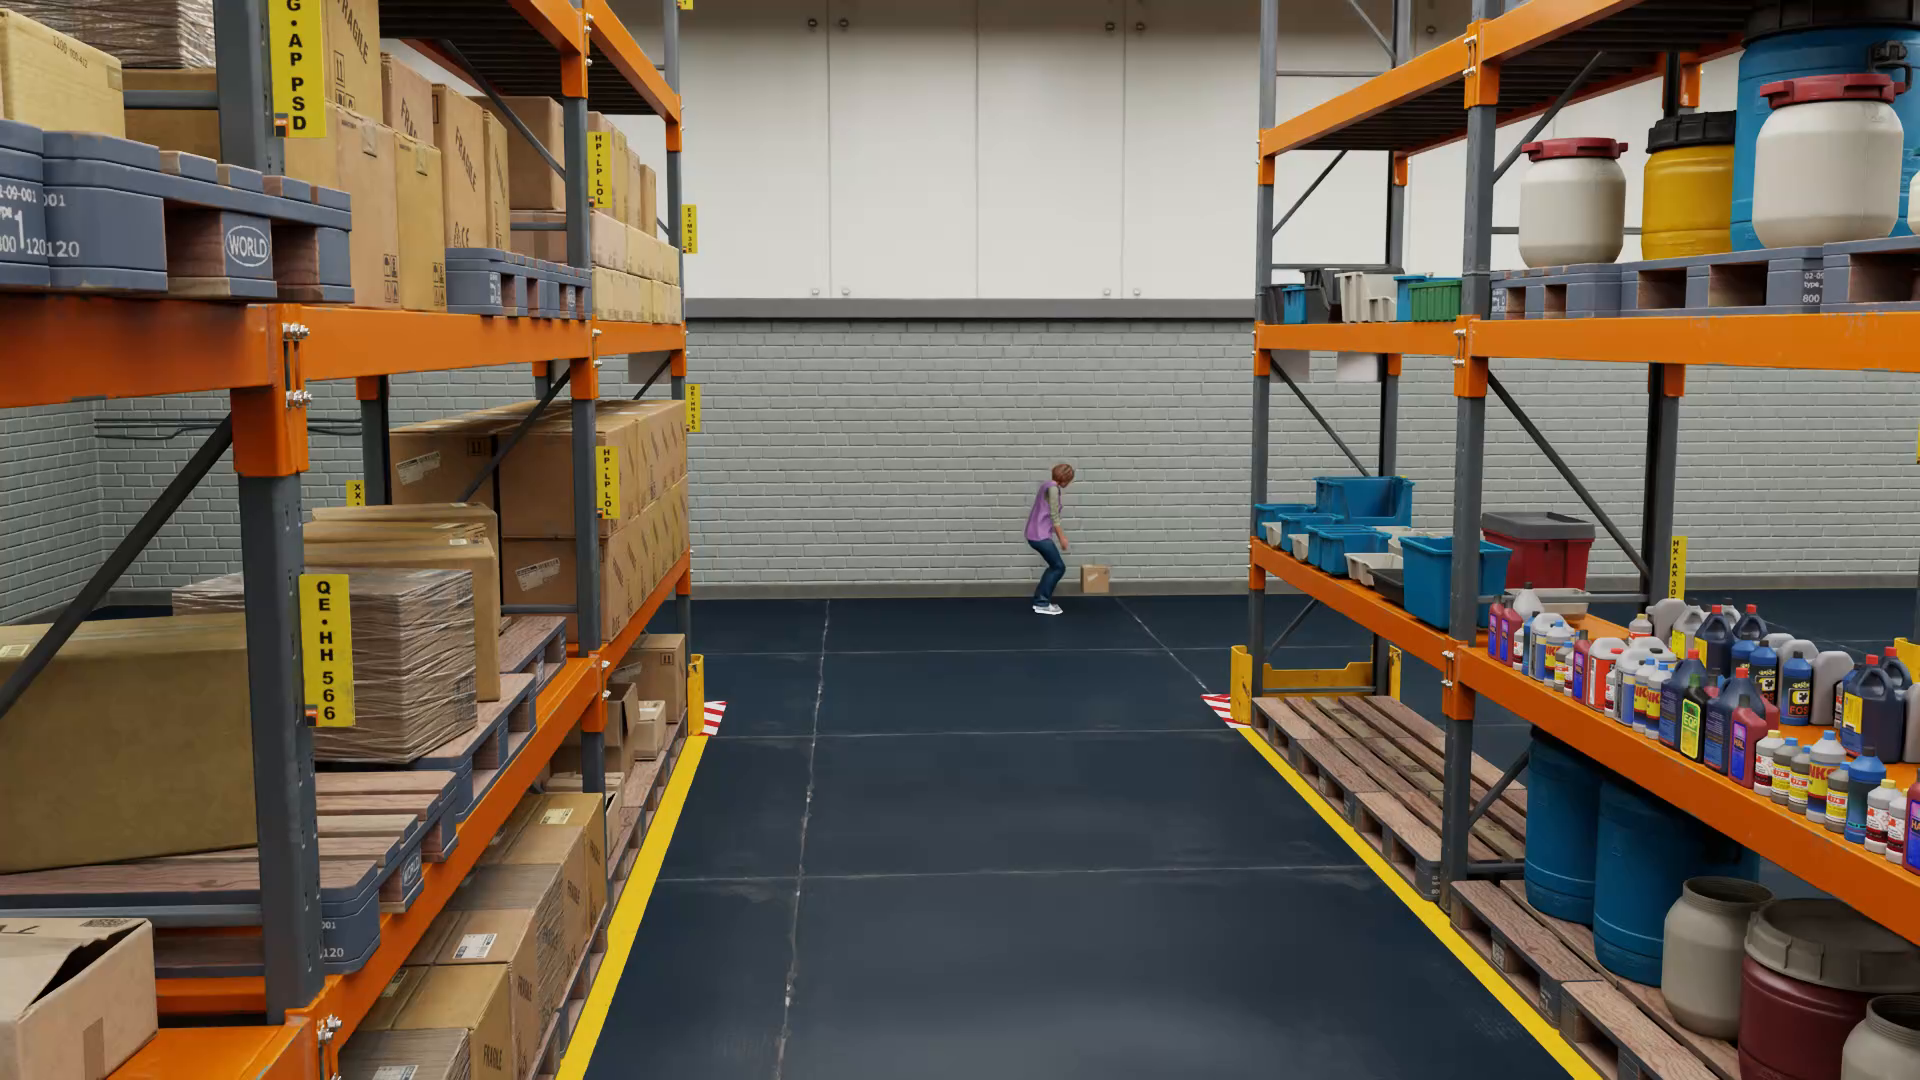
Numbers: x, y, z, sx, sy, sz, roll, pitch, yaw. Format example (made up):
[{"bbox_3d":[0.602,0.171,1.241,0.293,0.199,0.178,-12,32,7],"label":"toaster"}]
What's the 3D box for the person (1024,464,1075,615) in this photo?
[{"bbox_3d":[0.882,-0.010,16.451,0.497,1.466,0.447,0,7,-3],"label":"person"}]
